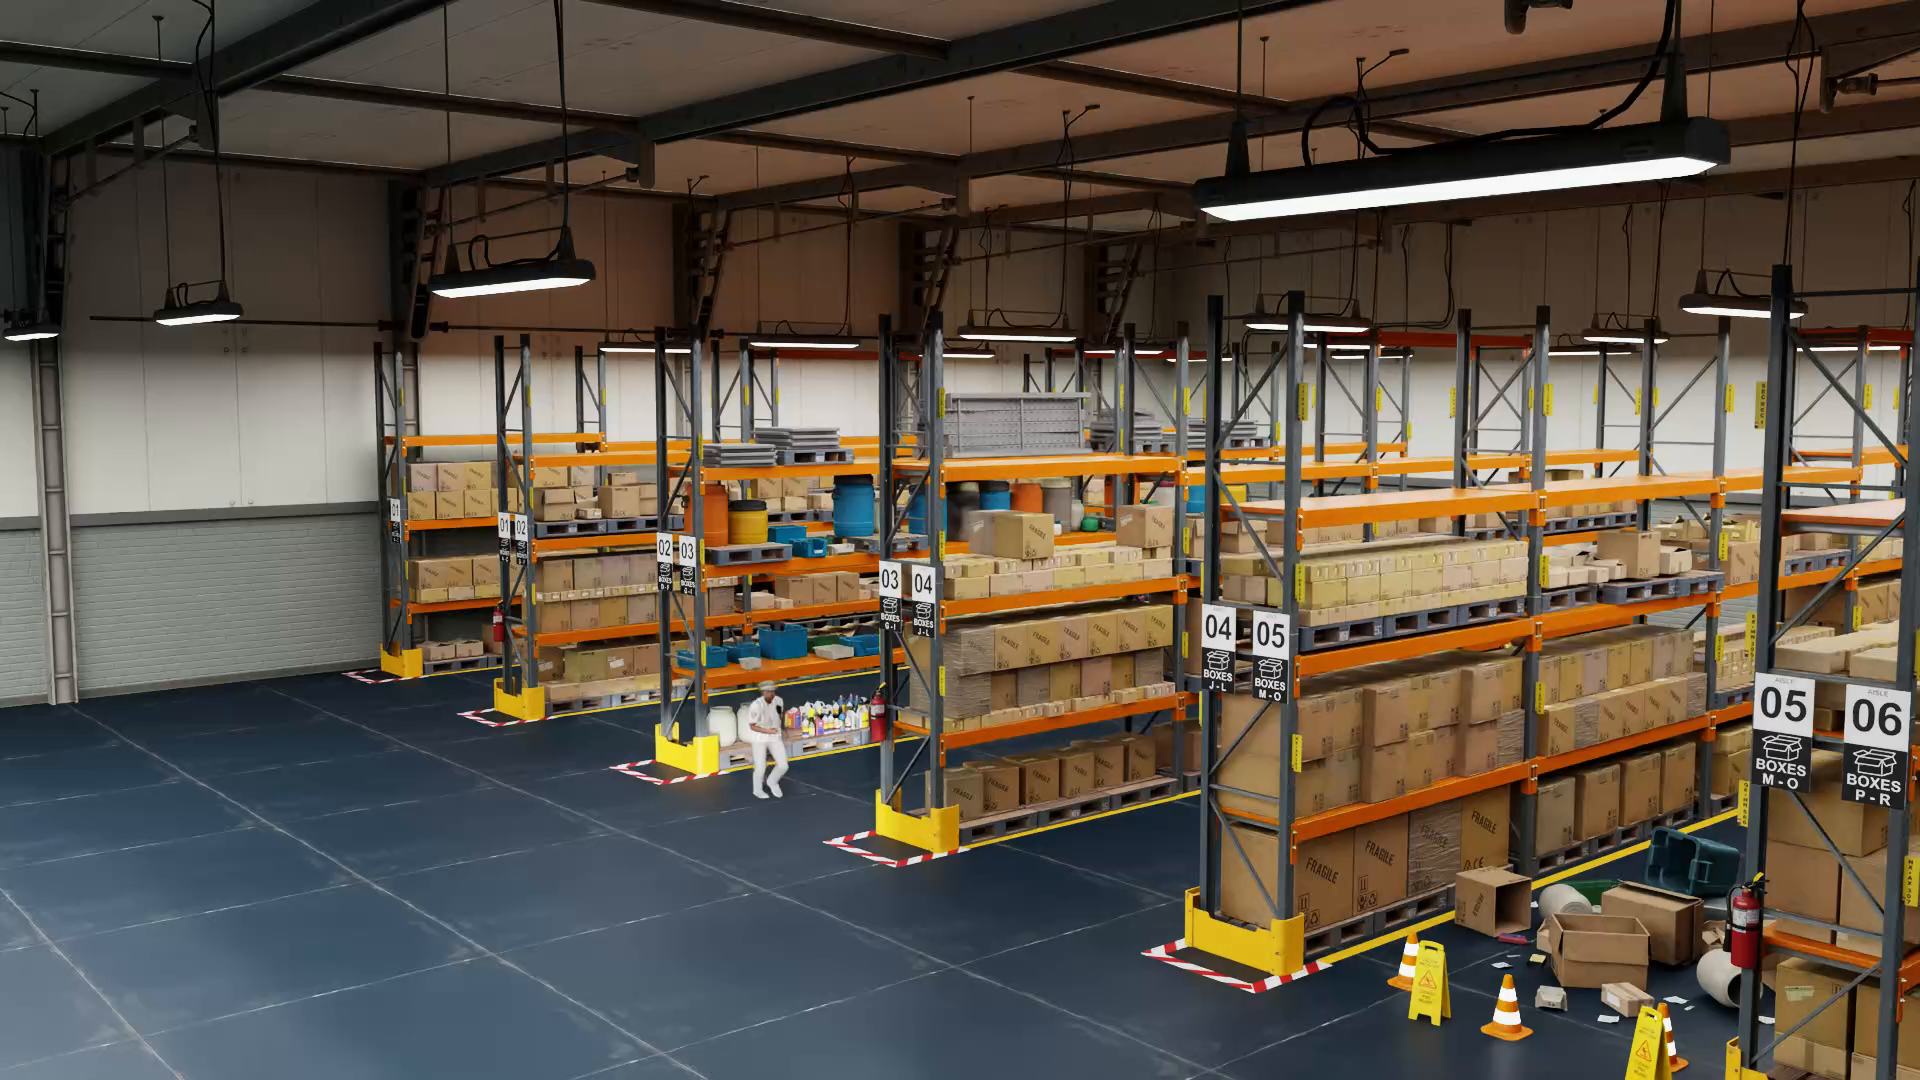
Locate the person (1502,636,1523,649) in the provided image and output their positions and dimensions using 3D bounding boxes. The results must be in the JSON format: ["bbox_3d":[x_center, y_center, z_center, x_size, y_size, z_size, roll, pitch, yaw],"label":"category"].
[{"bbox_3d":[7.945,2.114,23.897,0.669,1.789,0.727,5,7,43],"label":"person"}]

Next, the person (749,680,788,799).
[{"bbox_3d":[-2.383,2.488,20.752,0.565,1.579,0.845,-2,6,-24],"label":"person"}]
